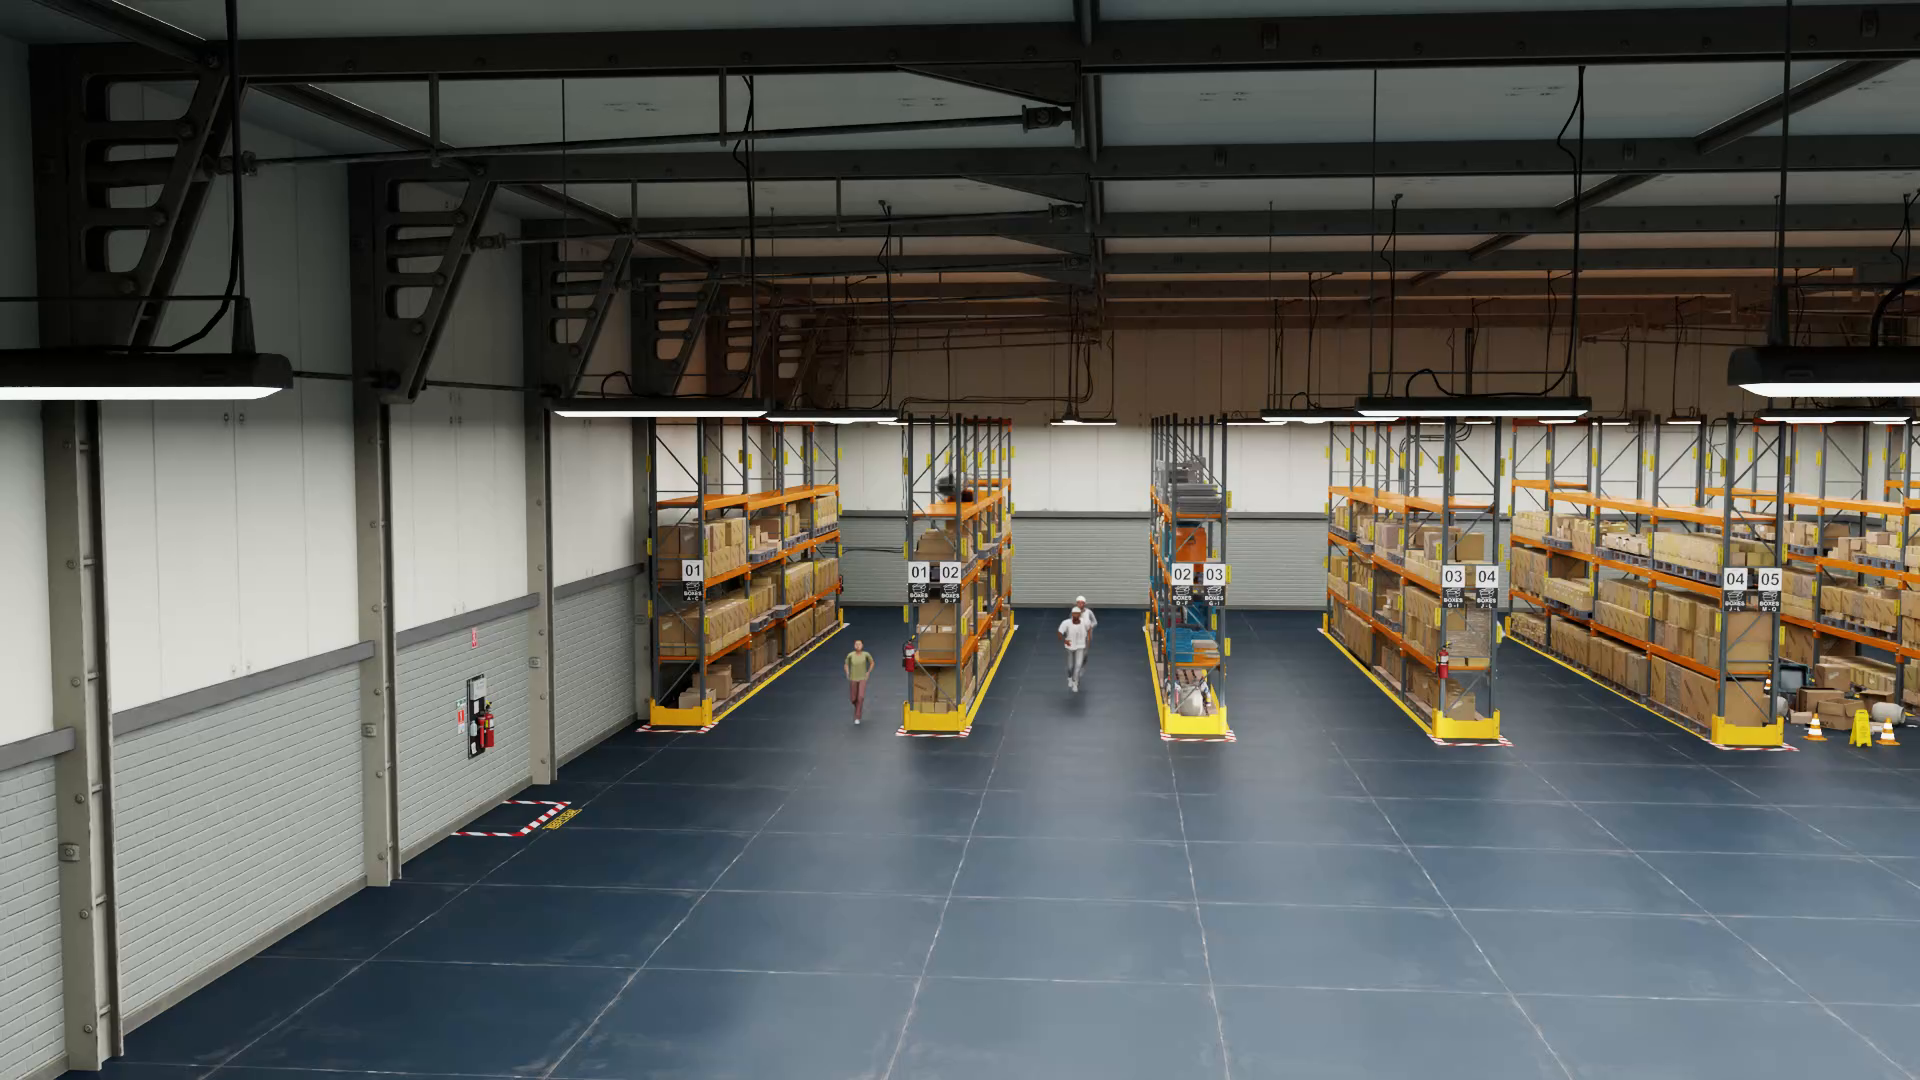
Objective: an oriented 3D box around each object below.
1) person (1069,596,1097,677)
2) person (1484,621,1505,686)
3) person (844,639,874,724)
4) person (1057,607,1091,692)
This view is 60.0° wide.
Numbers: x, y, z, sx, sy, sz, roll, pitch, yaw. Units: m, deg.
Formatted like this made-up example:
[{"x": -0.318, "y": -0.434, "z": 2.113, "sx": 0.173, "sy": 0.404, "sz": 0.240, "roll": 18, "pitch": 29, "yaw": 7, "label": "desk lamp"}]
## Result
[{"x": 2.703, "y": 2.128, "z": 36.765, "sx": 0.656, "sy": 1.776, "sz": 0.758, "roll": 0, "pitch": 4, "yaw": 5, "label": "person"}, {"x": 11.816, "y": 2.360, "z": 37.055, "sx": 0.610, "sy": 1.694, "sz": 0.860, "roll": 1, "pitch": 4, "yaw": 8, "label": "person"}, {"x": -1.967, "y": 2.738, "z": 32.477, "sx": 0.584, "sy": 1.646, "sz": 0.697, "roll": 0, "pitch": 4, "yaw": 1, "label": "person"}, {"x": 2.395, "y": 2.265, "z": 34.745, "sx": 0.725, "sy": 1.761, "sz": 0.906, "roll": 0, "pitch": 4, "yaw": -5, "label": "person"}]
